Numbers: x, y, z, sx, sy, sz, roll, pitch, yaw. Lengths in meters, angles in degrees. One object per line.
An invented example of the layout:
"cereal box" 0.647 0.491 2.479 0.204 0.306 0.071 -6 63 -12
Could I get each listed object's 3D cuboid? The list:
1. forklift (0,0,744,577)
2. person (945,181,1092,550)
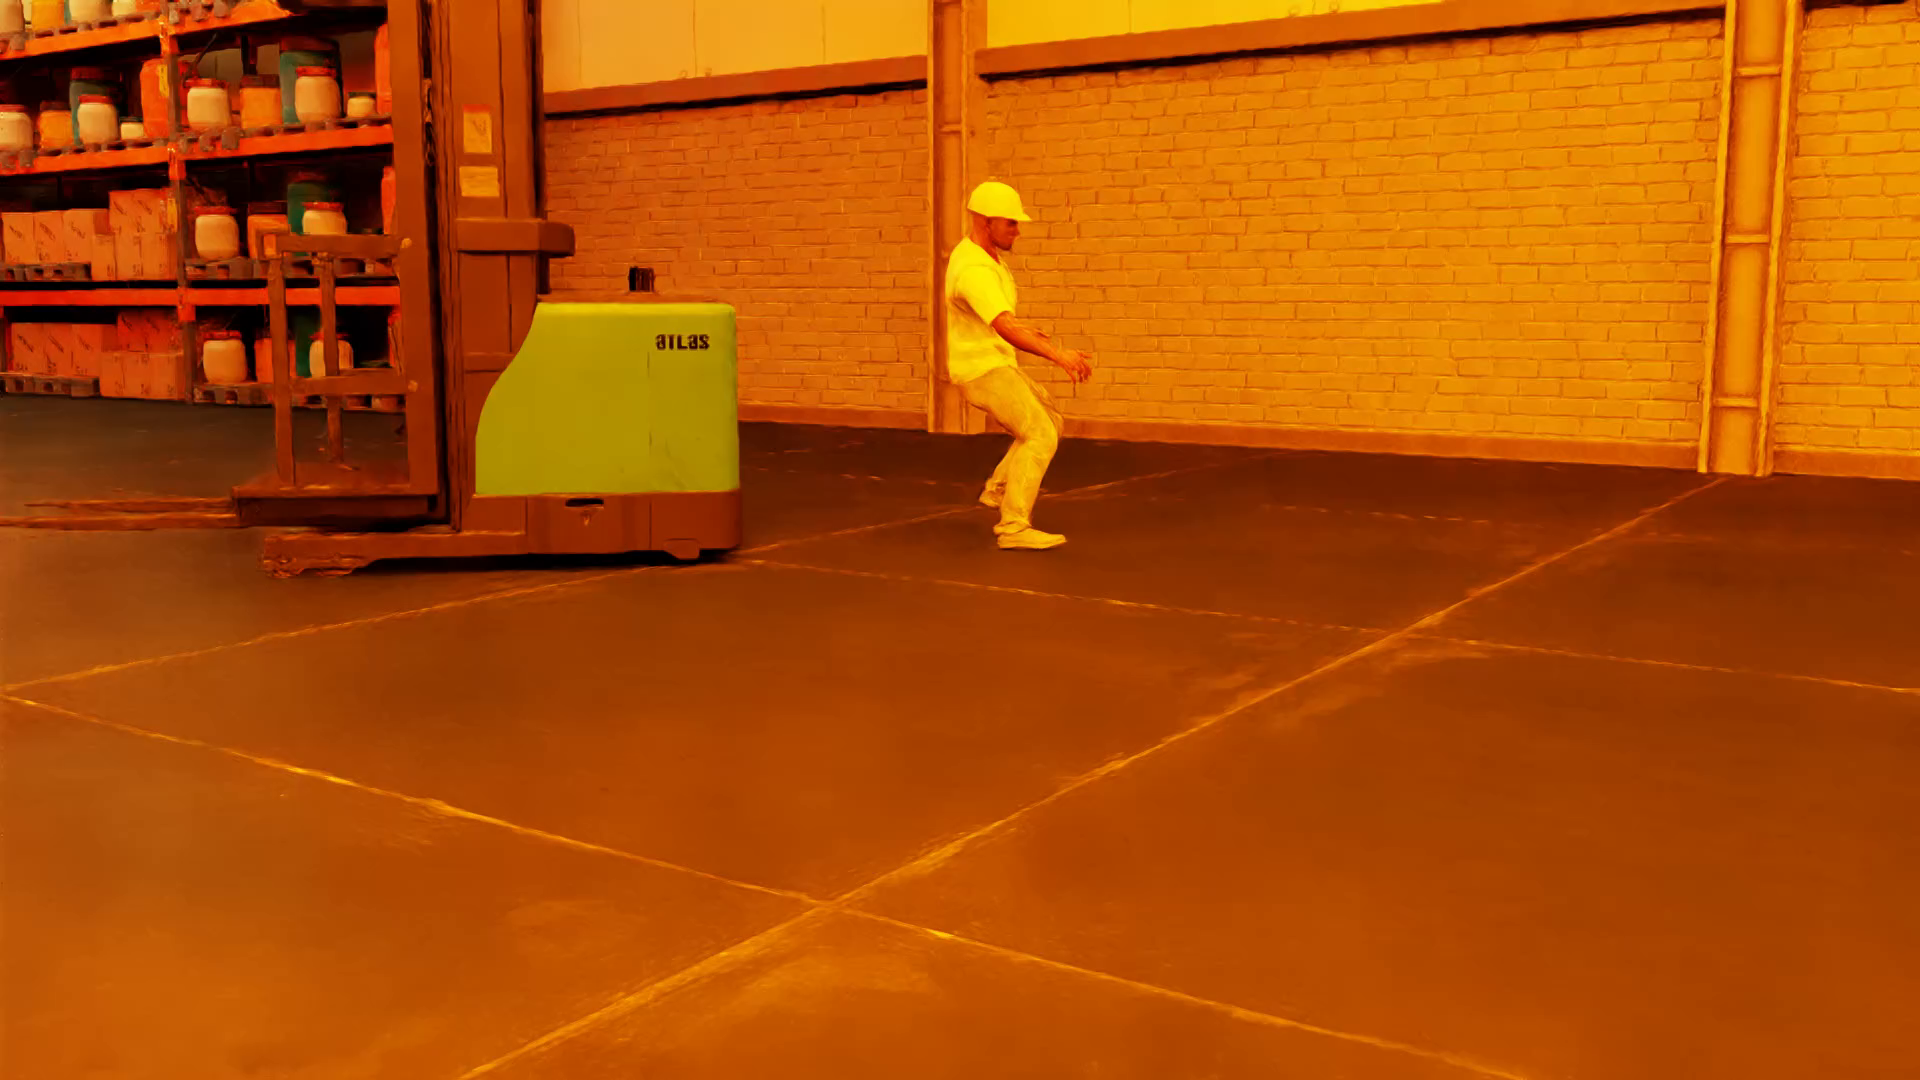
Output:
"forklift" -2.471 -1.384 6.924 3.031 2.935 1.130 -1 8 -10
"person" 0.257 -0.802 7.554 0.648 1.611 0.929 0 8 2
